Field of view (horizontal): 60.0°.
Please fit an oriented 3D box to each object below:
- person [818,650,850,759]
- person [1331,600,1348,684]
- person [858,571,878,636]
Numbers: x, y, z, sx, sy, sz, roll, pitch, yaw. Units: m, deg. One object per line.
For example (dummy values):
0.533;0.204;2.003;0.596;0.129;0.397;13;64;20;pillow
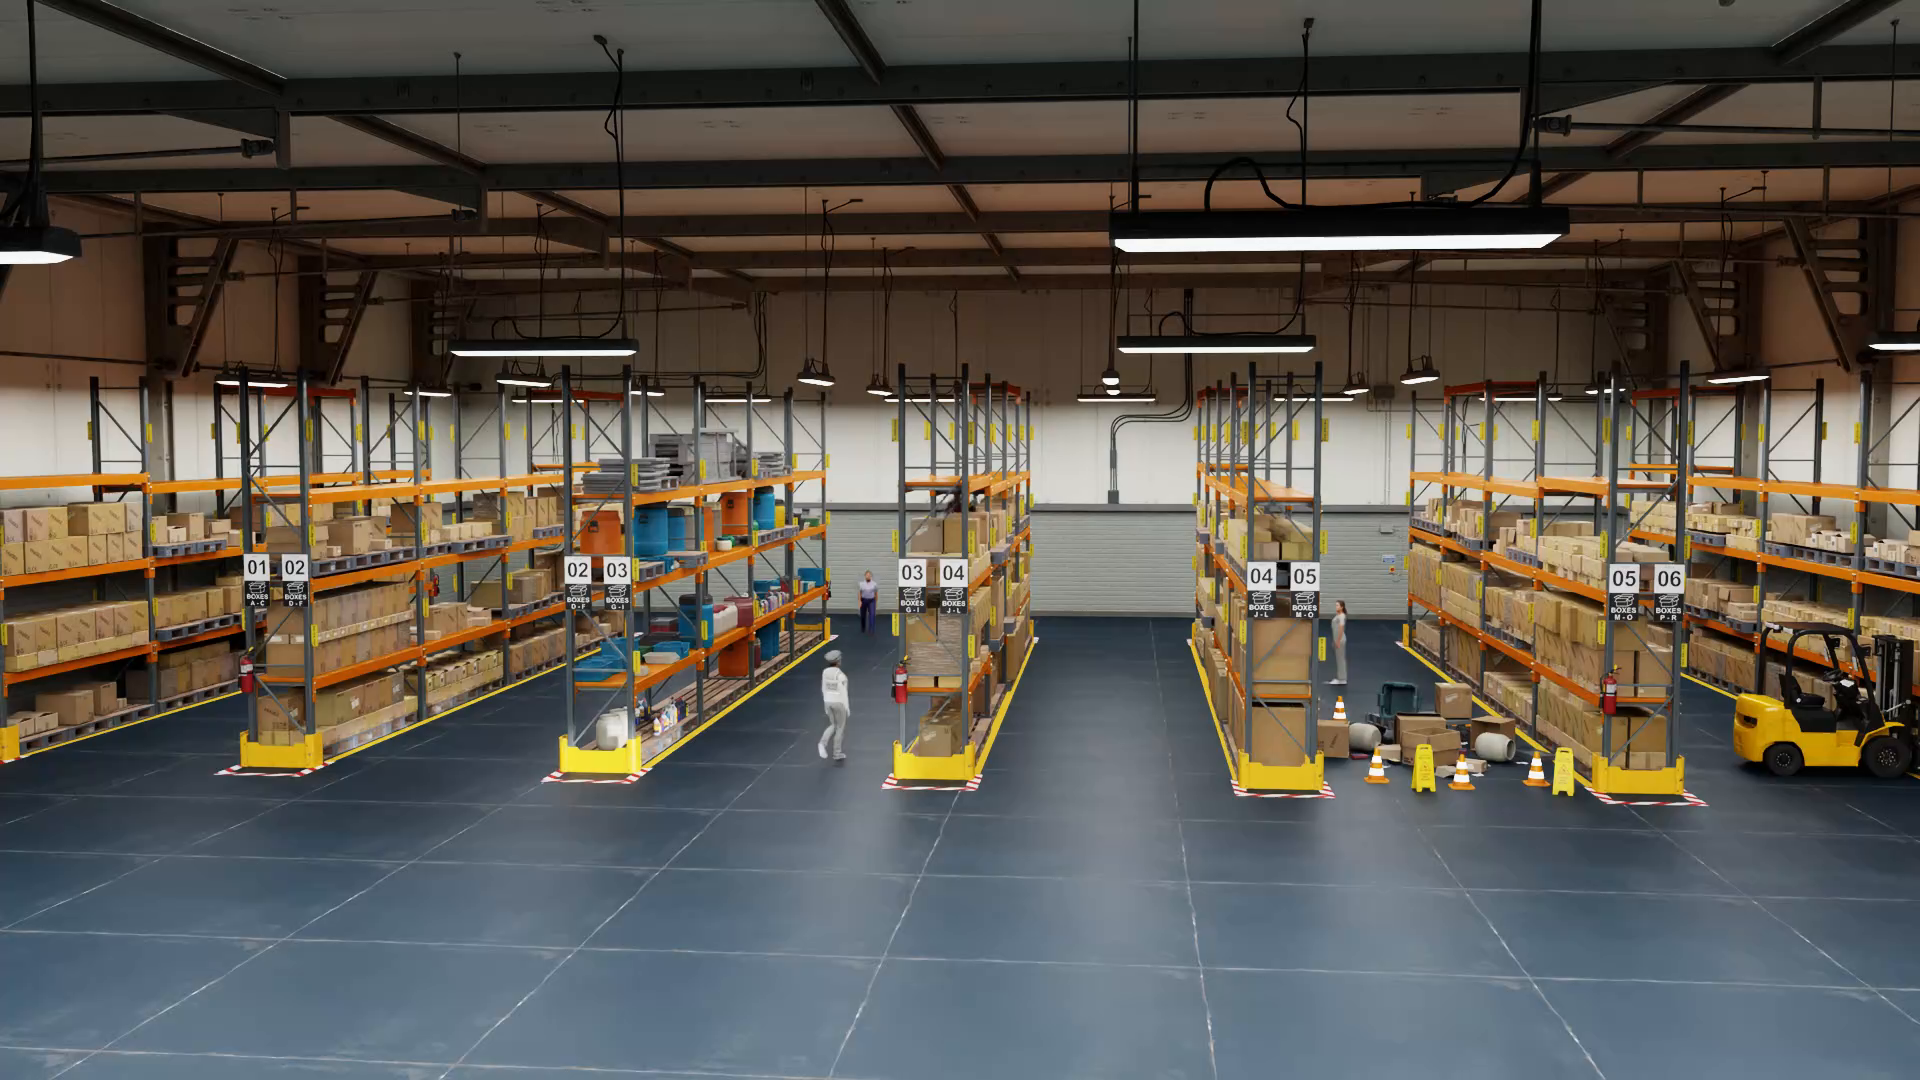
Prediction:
-1.928;2.518;25.389;0.495;1.683;0.496;3;5;41;person
7.566;2.038;33.190;0.336;1.669;0.504;1;4;17;person
-2.272;1.567;41.134;0.499;1.588;0.940;0;4;-4;person
